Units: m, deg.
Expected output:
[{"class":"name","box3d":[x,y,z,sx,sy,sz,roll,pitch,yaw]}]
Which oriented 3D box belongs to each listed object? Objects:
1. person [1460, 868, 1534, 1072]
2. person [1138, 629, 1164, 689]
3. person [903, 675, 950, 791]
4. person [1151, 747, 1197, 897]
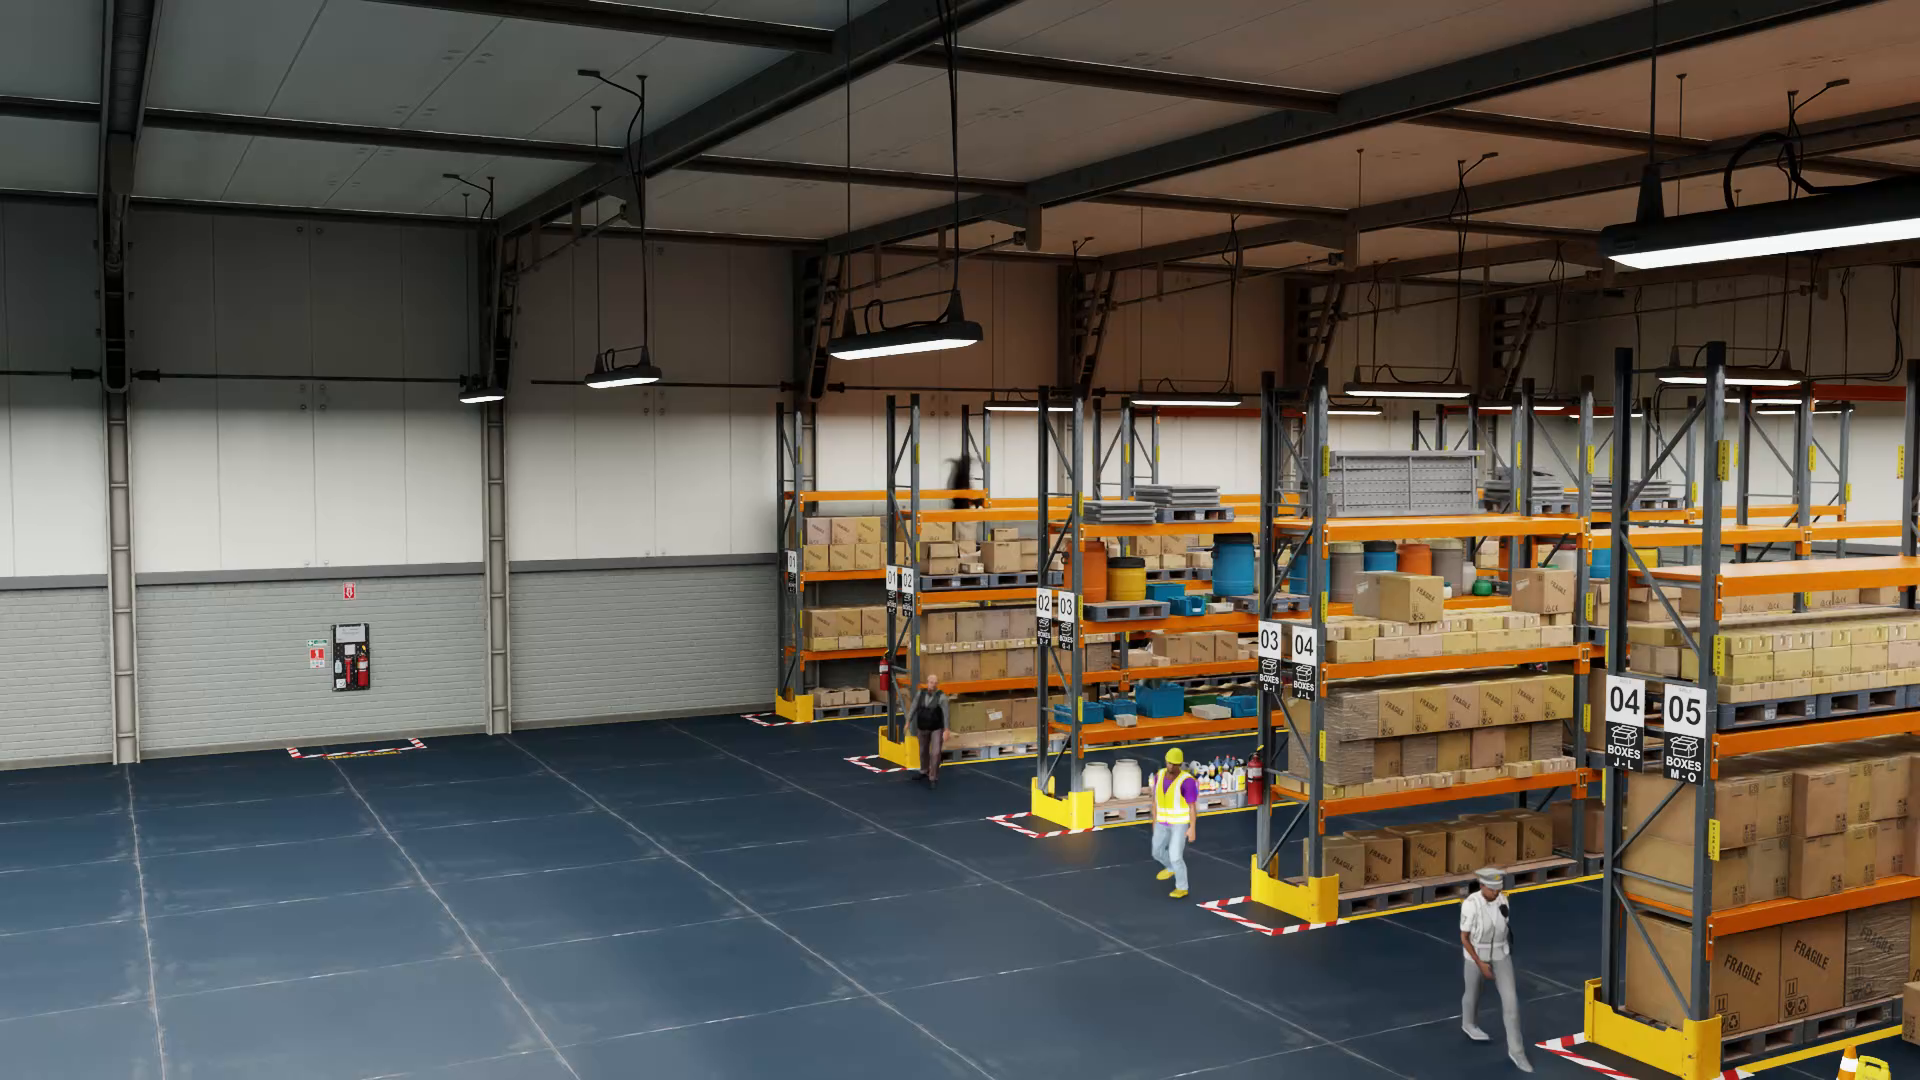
[{"class":"person","box3d":[4.499,3.584,14.132,0.554,1.674,0.869,0,3,2]},{"class":"person","box3d":[3.628,2.514,31.317,0.723,1.799,0.621,-2,4,-33]},{"class":"person","box3d":[-0.496,2.887,25.299,0.704,1.711,0.765,1,3,19]},{"class":"person","box3d":[2.471,3.209,19.153,0.711,1.715,0.645,3,4,43]}]
